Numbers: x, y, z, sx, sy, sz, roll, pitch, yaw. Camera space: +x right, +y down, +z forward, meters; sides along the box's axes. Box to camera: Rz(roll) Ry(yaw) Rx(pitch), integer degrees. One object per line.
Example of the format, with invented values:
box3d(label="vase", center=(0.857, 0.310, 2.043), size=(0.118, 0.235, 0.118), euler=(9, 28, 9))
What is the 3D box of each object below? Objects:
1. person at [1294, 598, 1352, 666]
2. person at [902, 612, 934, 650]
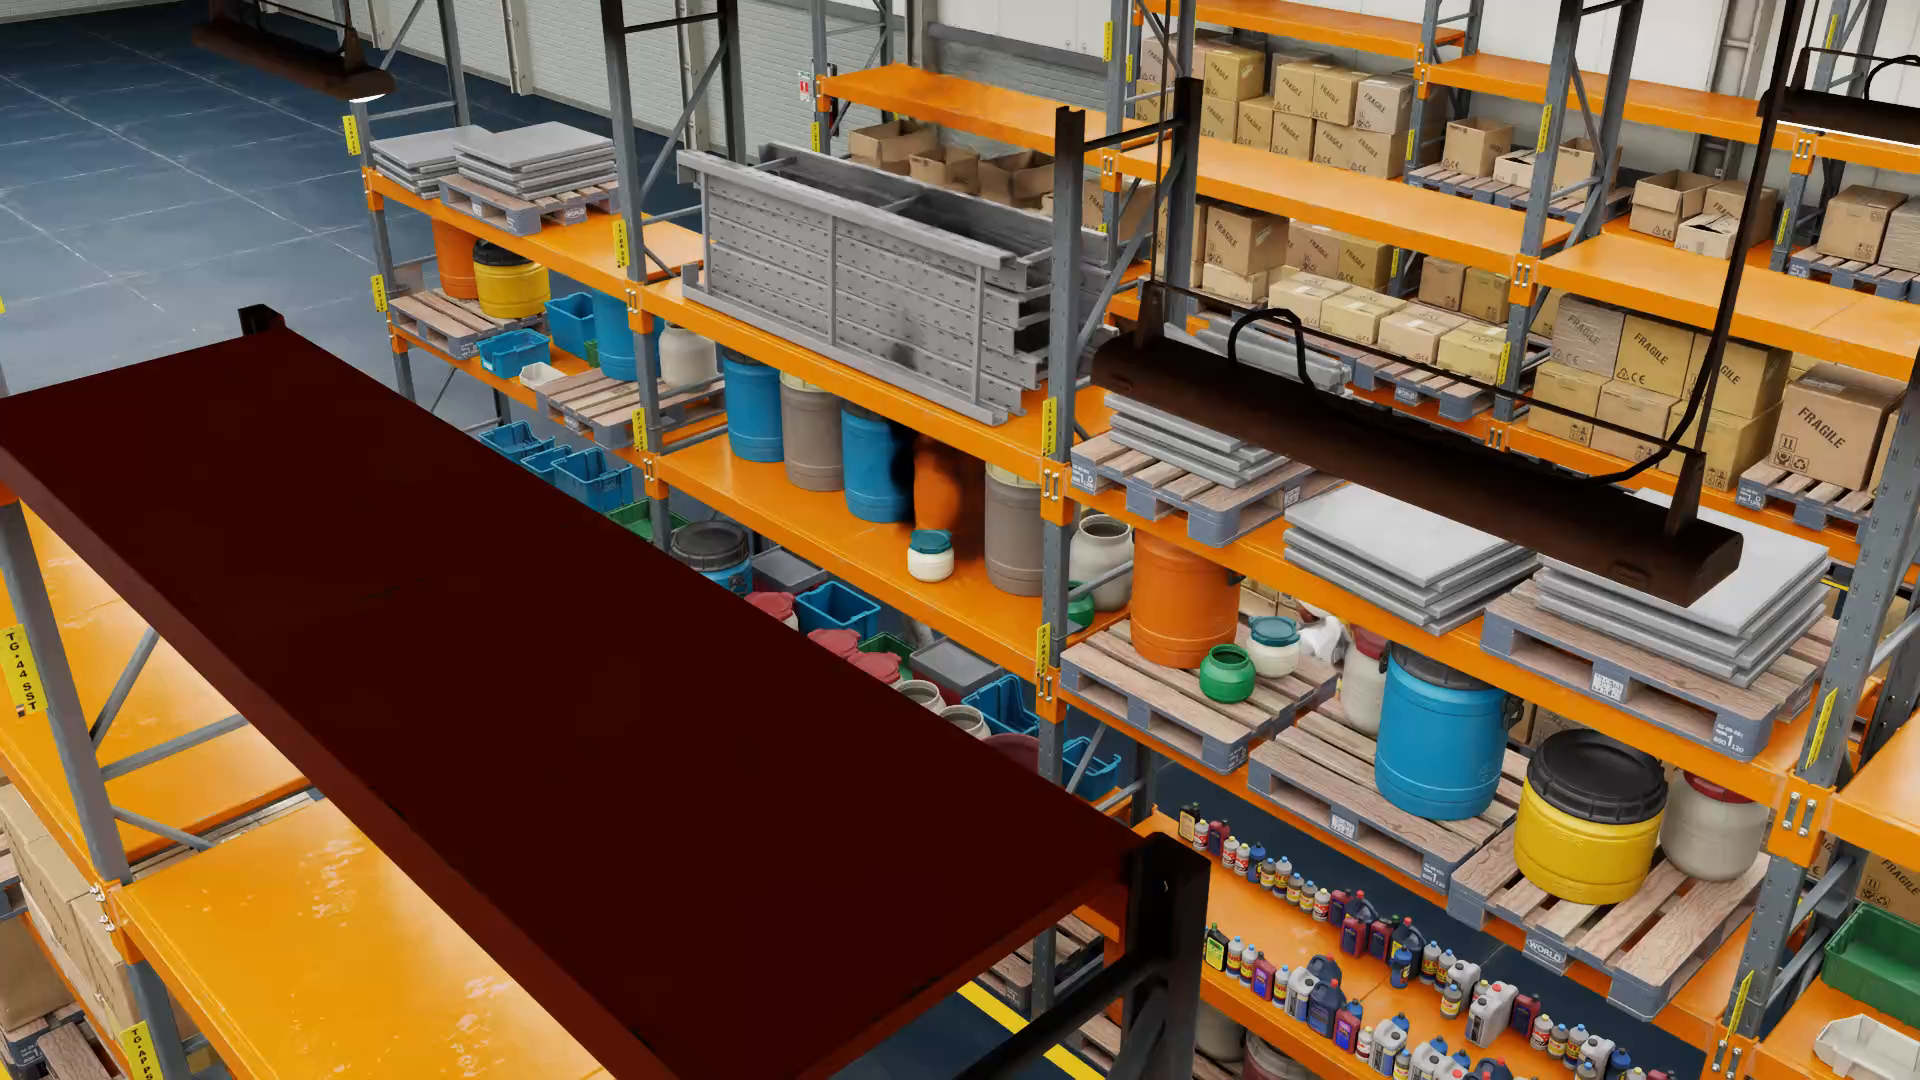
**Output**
box3d(label="person", center=(2.528, 1.098, 12.381), size=(0.617, 1.786, 0.631), euler=(20, 34, 32))
box3d(label="person", center=(-0.439, 0.268, 13.949), size=(0.719, 1.910, 0.631), euler=(21, 35, 34))
